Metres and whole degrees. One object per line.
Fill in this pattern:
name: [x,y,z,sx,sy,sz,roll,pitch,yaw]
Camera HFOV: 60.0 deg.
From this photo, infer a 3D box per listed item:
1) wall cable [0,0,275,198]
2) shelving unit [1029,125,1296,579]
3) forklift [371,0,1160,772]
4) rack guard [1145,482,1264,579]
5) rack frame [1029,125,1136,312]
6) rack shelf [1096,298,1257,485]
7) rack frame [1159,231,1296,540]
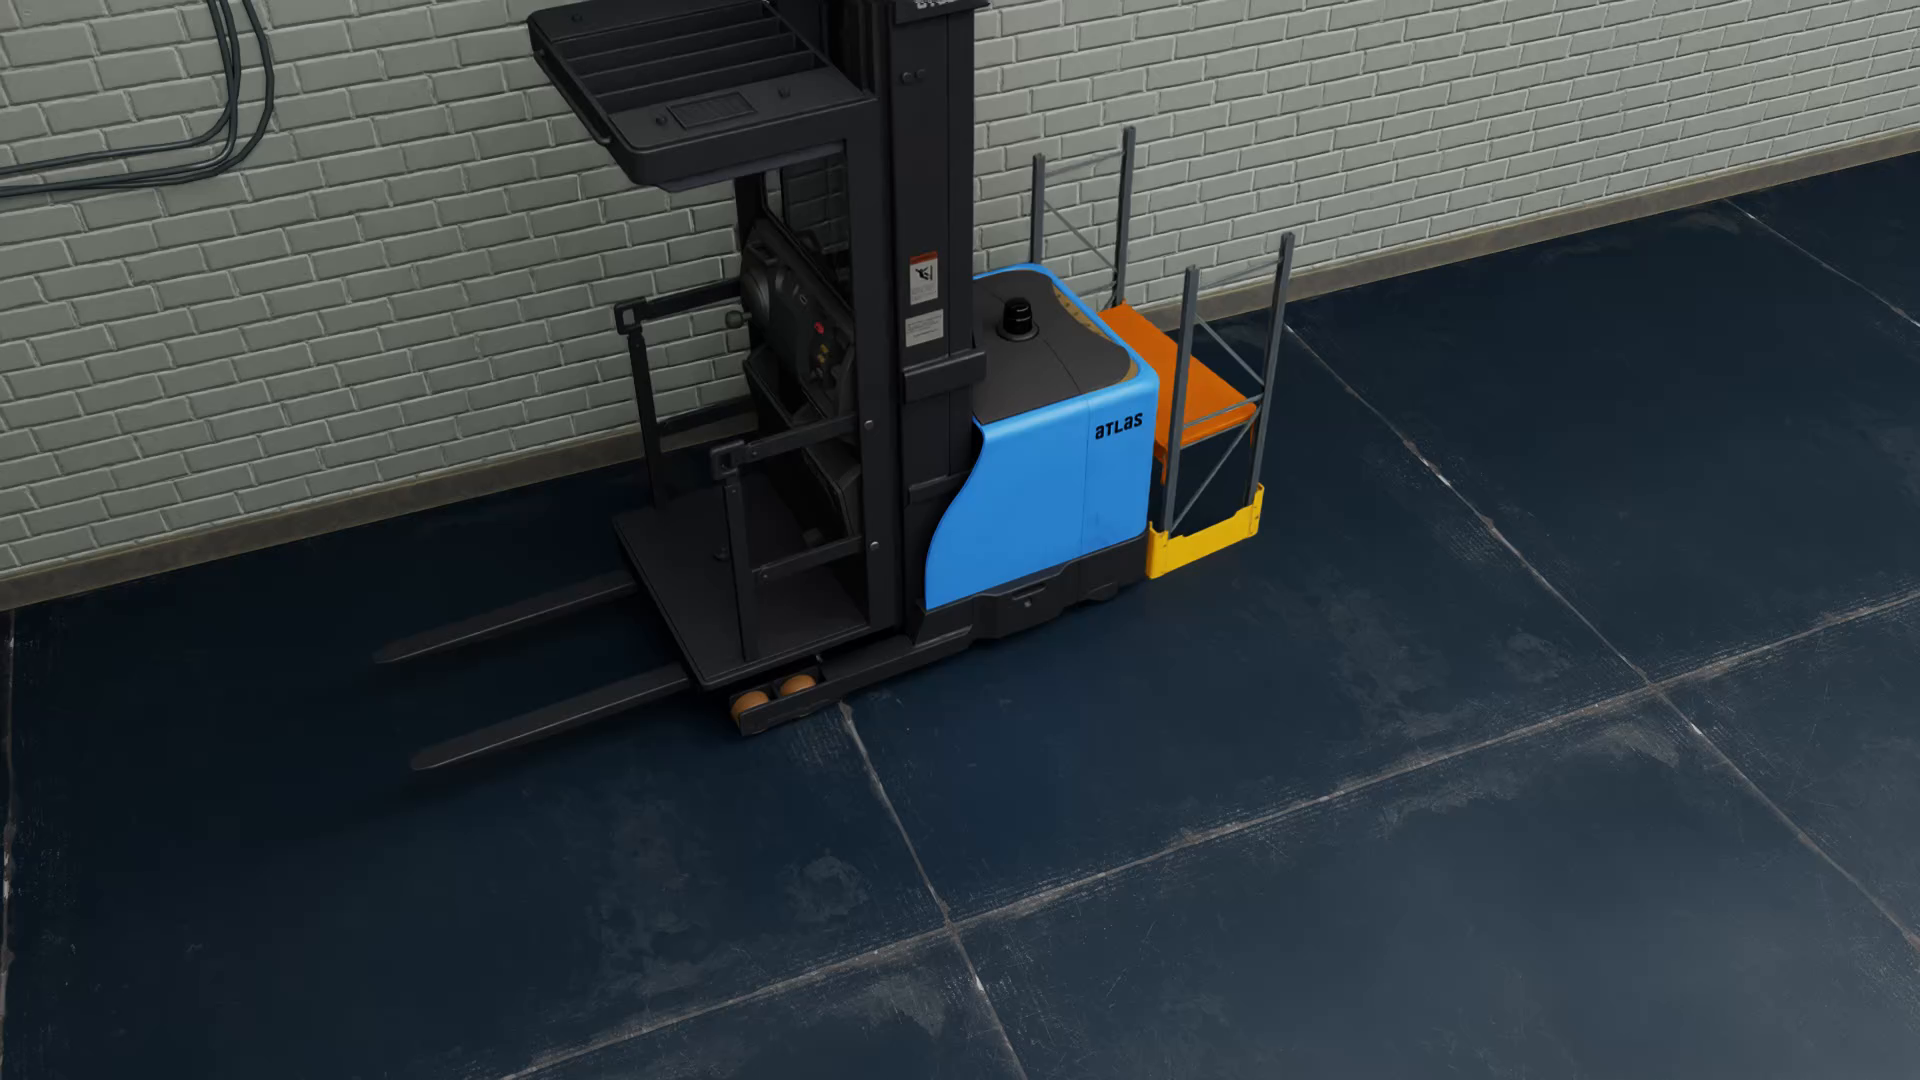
wall cable: [-3.900,-1.949,4.997,3.097,2.526,0.112,-15,43,-17]
shelving unit: [0.779,-0.799,7.029,0.587,1.500,1.083,-22,45,-23]
forklift: [-0.768,-0.762,5.888,3.031,2.935,1.130,-19,44,-20]
rack guard: [1.041,-0.049,7.115,0.587,0.250,0.087,-22,45,-23]
rack frame: [0.517,-1.076,7.351,0.500,1.500,0.032,-22,45,-23]
rack shelf: [0.784,-0.658,7.140,0.538,0.185,1.000,-22,45,-23]
rack frame: [1.051,-0.512,6.695,0.500,1.500,0.032,-22,45,-23]
